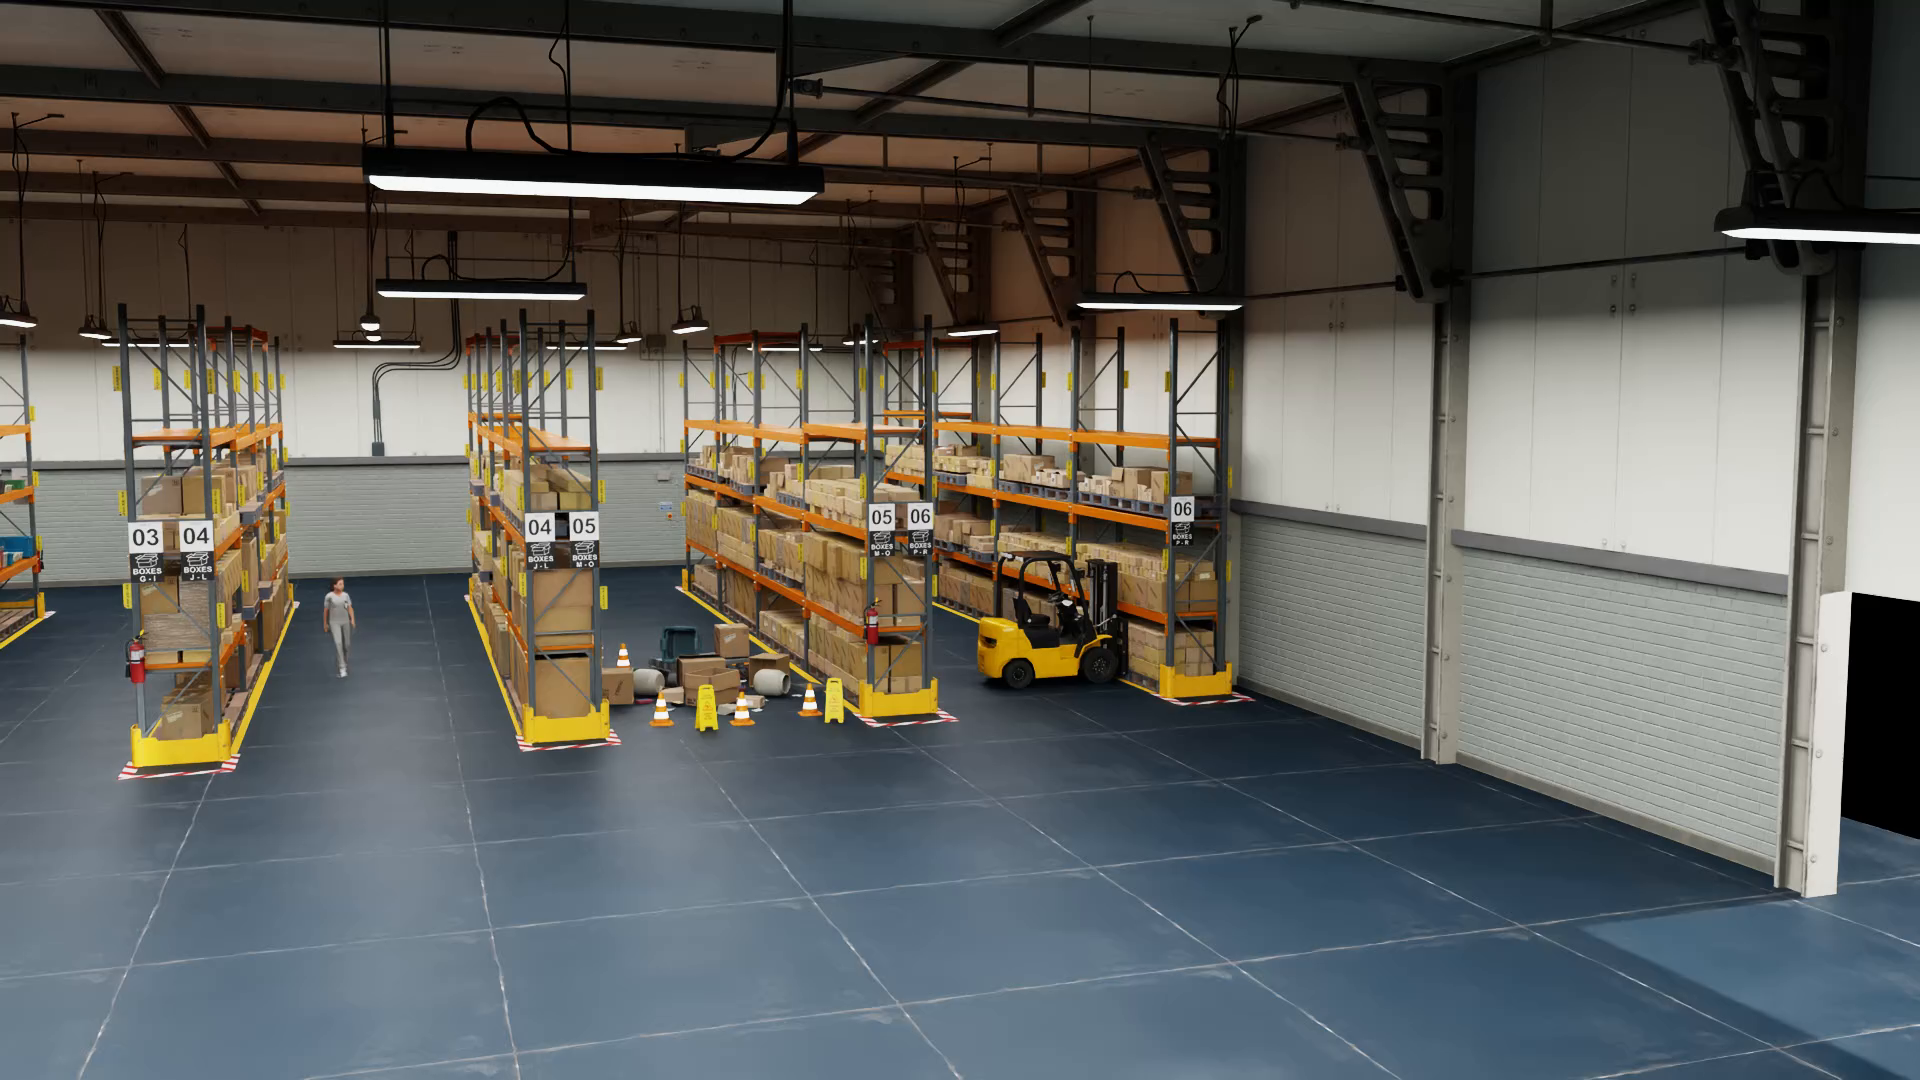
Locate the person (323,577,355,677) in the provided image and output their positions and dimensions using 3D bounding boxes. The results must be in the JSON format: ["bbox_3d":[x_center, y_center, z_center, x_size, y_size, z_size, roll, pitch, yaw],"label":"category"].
[{"bbox_3d":[-10.619,1.476,28.601,0.469,1.663,0.762,-5,8,-44],"label":"person"}]
